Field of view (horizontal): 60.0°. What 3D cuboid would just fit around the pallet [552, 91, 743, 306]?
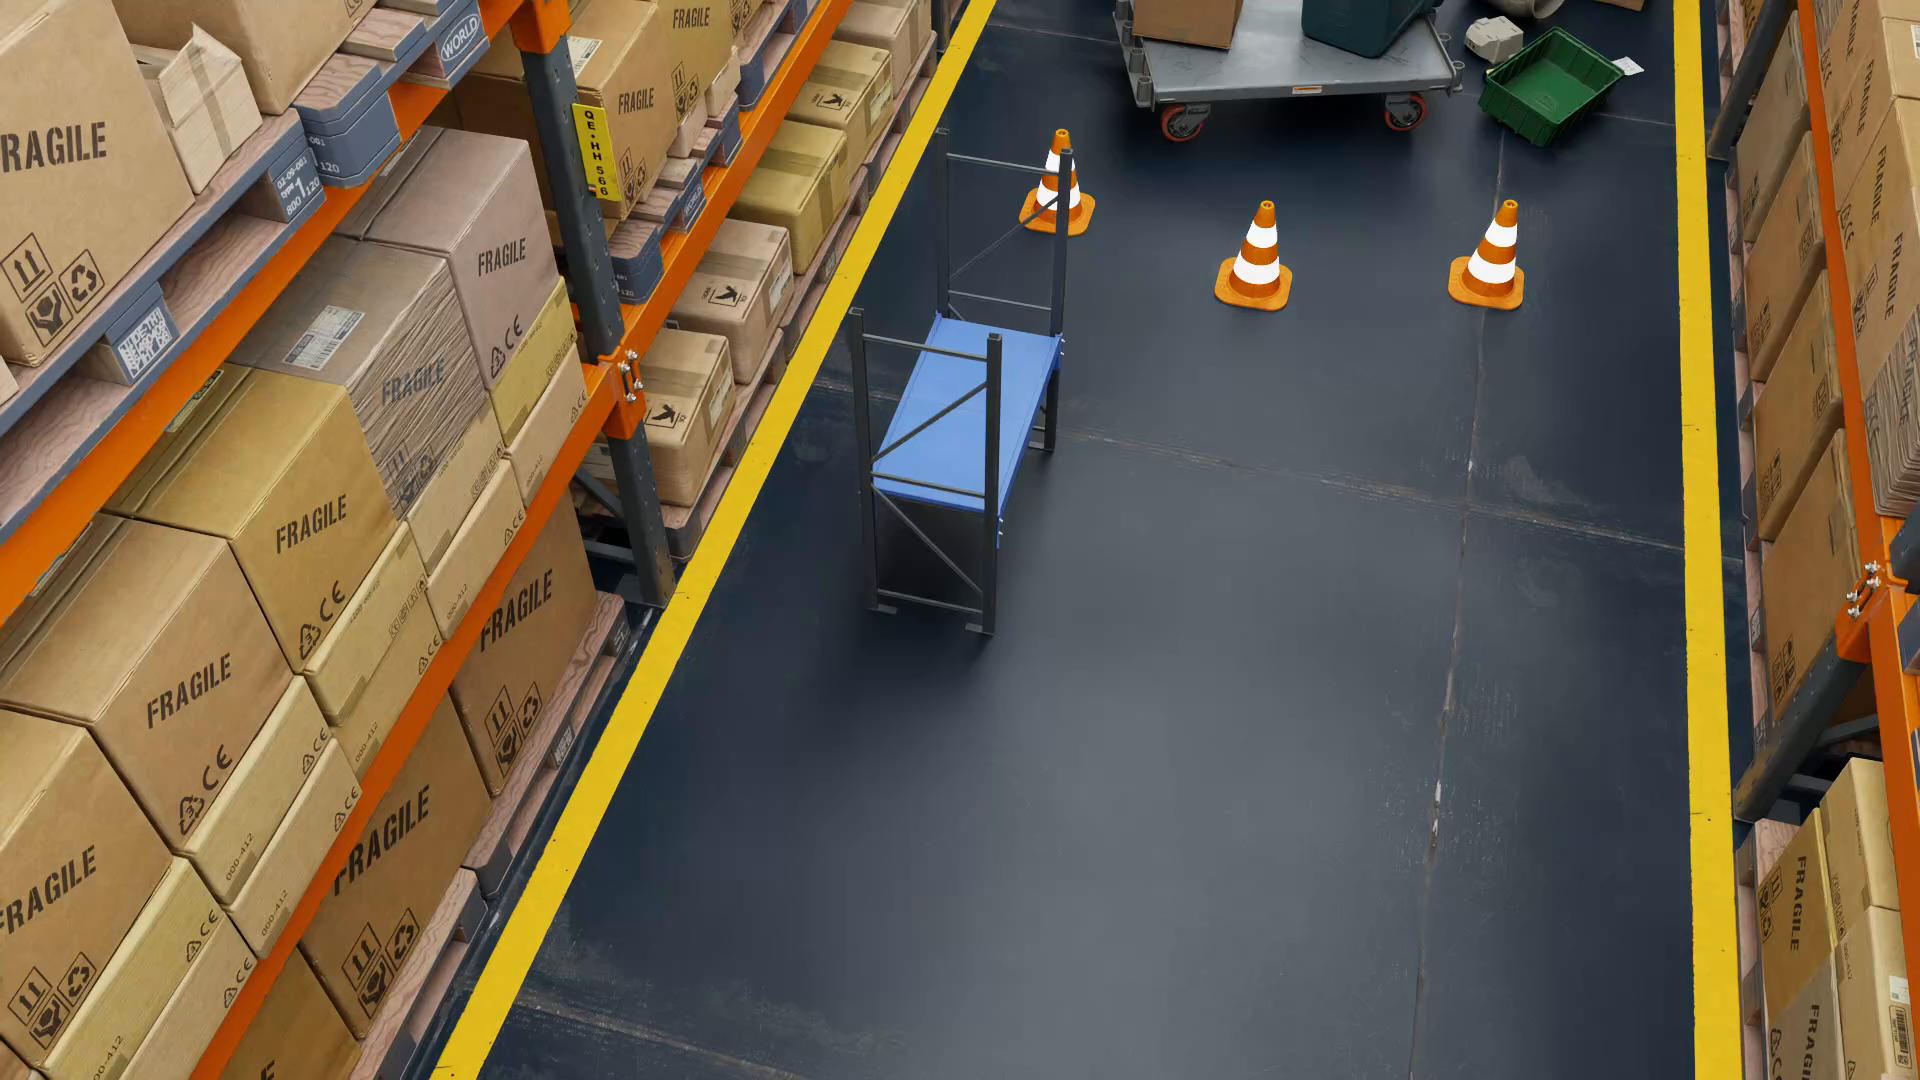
[{"bbox_3d":[-1.520,-1.335,5.975,1.213,0.211,1.003,12,50,10],"label":"pallet"}]

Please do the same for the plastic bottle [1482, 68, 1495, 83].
[{"bbox_3d":[2.866,-2.377,8.726,0.133,0.061,0.283,-11,50,-10],"label":"plastic bottle"}]

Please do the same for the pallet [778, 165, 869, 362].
[{"bbox_3d":[-1.075,-1.384,7.750,1.003,0.211,1.213,12,50,10],"label":"pallet"}]

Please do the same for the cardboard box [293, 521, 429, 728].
[{"bbox_3d":[-1.734,0.168,4.286,0.500,0.250,0.500,10,49,9],"label":"cardboard box"}]

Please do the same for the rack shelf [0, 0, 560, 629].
[{"bbox_3d":[-2.132,-0.170,3.297,1.077,0.370,4.000,12,50,10],"label":"rack shelf"}]

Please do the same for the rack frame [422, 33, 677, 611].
[{"bbox_3d":[-1.605,-0.862,5.429,1.000,3.000,0.127,12,50,10],"label":"rack frame"}]

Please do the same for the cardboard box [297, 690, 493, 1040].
[{"bbox_3d":[-2.106,0.829,5.073,0.875,0.875,0.875,12,50,10],"label":"cardboard box"}]

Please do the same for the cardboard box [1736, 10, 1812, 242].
[{"bbox_3d":[4.173,-1.780,7.459,1.050,0.750,0.750,11,50,10],"label":"cardboard box"}]

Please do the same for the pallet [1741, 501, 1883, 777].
[{"bbox_3d":[3.477,0.409,6.167,1.003,0.211,1.213,12,50,10],"label":"pallet"}]

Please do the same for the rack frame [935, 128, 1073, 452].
[{"bbox_3d":[0.156,-0.926,6.486,0.500,1.500,0.032,12,50,10],"label":"rack frame"}]

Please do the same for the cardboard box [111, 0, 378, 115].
[{"bbox_3d":[-1.683,-1.273,3.444,0.700,0.500,0.500,9,49,8],"label":"cardboard box"}]

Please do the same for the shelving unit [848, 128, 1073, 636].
[{"bbox_3d":[0.022,-0.558,6.161,0.538,1.500,1.048,12,50,10],"label":"shelving unit"}]

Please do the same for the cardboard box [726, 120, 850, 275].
[{"bbox_3d":[-1.055,-1.621,7.571,0.950,0.372,0.625,13,50,11],"label":"cardboard box"}]

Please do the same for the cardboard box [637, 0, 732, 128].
[{"bbox_3d":[-1.133,-1.791,5.704,0.500,0.500,0.500,14,50,12],"label":"cardboard box"}]

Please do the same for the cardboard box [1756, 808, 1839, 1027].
[{"bbox_3d":[2.765,1.191,5.004,0.500,0.500,0.500,10,49,8],"label":"cardboard box"}]

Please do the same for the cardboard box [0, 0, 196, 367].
[{"bbox_3d":[-1.789,-0.695,2.934,0.500,0.500,0.500,12,50,10],"label":"cardboard box"}]

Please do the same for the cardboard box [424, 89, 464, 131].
[{"bbox_3d":[-1.754,-1.516,5.461,0.500,0.500,0.500,10,49,9],"label":"cardboard box"}]

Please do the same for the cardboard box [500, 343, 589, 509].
[{"bbox_3d":[-1.488,-0.396,5.117,0.500,0.250,0.500,10,49,9],"label":"cardboard box"}]

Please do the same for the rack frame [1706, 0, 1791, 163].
[{"bbox_3d":[4.250,-2.852,7.185,1.000,3.000,0.127,12,50,10],"label":"rack frame"}]

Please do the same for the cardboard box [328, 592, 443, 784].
[{"bbox_3d":[-1.755,0.338,4.470,0.500,0.250,0.500,11,50,10],"label":"cardboard box"}]

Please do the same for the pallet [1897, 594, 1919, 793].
[{"bbox_3d":[3.112,0.642,4.230,1.213,0.211,1.003,12,50,10],"label":"pallet"}]

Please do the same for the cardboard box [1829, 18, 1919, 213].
[{"bbox_3d":[3.451,-1.464,5.894,0.500,0.500,0.500,12,50,11],"label":"cardboard box"}]

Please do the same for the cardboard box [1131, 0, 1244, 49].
[{"bbox_3d":[1.173,-2.849,8.345,0.500,0.500,0.500,12,50,10],"label":"cardboard box"}]

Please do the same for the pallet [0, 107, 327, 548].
[{"bbox_3d":[-2.015,-0.507,3.241,1.003,0.211,1.213,14,50,12],"label":"pallet"}]

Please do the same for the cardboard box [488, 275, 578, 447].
[{"bbox_3d":[-1.488,-0.577,4.944,0.500,0.250,0.500,11,50,10],"label":"cardboard box"}]

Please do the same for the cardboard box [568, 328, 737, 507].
[{"bbox_3d":[-1.447,-0.538,6.616,0.950,0.372,0.625,9,49,7],"label":"cardboard box"}]

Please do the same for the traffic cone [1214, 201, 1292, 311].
[{"bbox_3d":[1.360,-1.336,7.539,0.336,0.463,0.334,12,50,10],"label":"traffic cone"}]

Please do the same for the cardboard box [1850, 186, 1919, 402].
[{"bbox_3d":[3.189,-0.731,5.247,0.500,0.500,0.500,12,50,10],"label":"cardboard box"}]

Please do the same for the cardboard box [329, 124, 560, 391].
[{"bbox_3d":[-1.489,-0.801,4.641,0.500,0.500,0.500,10,49,9],"label":"cardboard box"}]

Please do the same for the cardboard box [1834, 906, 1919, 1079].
[{"bbox_3d":[2.648,1.299,4.408,0.500,0.250,0.500,11,49,10],"label":"cardboard box"}]

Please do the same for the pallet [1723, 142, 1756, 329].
[{"bbox_3d":[4.119,-1.356,7.725,1.003,0.211,1.213,12,50,10],"label":"pallet"}]

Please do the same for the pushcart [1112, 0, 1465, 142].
[{"bbox_3d":[1.660,-2.474,8.601,1.648,0.377,0.936,-4,49,-3],"label":"pushcart"}]

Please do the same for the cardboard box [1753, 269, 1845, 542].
[{"bbox_3d":[3.671,-0.409,6.249,1.050,0.750,0.750,12,50,11],"label":"cardboard box"}]

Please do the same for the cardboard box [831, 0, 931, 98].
[{"bbox_3d":[-0.688,-2.645,8.475,0.950,0.372,0.625,12,50,11],"label":"cardboard box"}]

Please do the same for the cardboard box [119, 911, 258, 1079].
[{"bbox_3d":[-2.003,1.072,3.822,0.500,0.250,0.500,11,50,10],"label":"cardboard box"}]

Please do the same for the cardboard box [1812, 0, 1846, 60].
[{"bbox_3d":[3.719,-2.192,6.536,0.500,0.500,0.500,12,50,10],"label":"cardboard box"}]

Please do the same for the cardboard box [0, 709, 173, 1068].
[{"bbox_3d":[-2.023,0.670,3.343,0.500,0.500,0.500,10,49,9],"label":"cardboard box"}]

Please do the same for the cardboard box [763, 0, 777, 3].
[{"bbox_3d":[-0.868,-2.276,6.564,0.380,0.149,0.250,13,50,11],"label":"cardboard box"}]

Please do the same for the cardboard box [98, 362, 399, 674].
[{"bbox_3d":[-1.753,-0.070,3.996,0.500,0.500,0.500,12,50,10],"label":"cardboard box"}]

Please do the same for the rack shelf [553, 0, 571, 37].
[{"bbox_3d":[-1.079,-3.063,5.851,1.077,0.370,4.000,12,50,10],"label":"rack shelf"}]

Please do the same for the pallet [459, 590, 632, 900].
[{"bbox_3d":[-1.885,0.616,5.984,1.003,0.211,1.213,12,50,10],"label":"pallet"}]

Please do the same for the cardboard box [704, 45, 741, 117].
[{"bbox_3d":[-1.025,-1.698,6.054,0.380,0.149,0.250,12,50,10],"label":"cardboard box"}]

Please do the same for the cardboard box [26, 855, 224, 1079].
[{"bbox_3d":[-2.002,0.910,3.631,0.500,0.250,0.500,12,50,11],"label":"cardboard box"}]

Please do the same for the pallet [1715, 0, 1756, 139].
[{"bbox_3d":[4.525,-2.464,8.702,1.003,0.211,1.213,12,50,10],"label":"pallet"}]

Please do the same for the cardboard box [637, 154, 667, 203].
[{"bbox_3d":[-1.234,-1.314,5.716,0.380,0.149,0.250,9,49,8],"label":"cardboard box"}]

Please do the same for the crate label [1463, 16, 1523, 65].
[{"bbox_3d":[2.880,-2.704,8.964,0.298,0.136,0.250,-19,51,-16],"label":"crate label"}]

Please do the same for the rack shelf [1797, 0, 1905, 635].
[{"bbox_3d":[3.723,-1.167,6.178,1.077,0.370,4.000,12,50,10],"label":"rack shelf"}]

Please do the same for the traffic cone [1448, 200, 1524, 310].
[{"bbox_3d":[2.440,-1.340,7.543,0.336,0.463,0.334,12,50,10],"label":"traffic cone"}]

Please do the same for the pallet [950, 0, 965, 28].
[{"bbox_3d":[-0.410,-3.325,9.463,1.003,0.211,1.213,12,50,10],"label":"pallet"}]

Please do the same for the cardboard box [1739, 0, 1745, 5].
[{"bbox_3d":[4.716,-3.381,8.790,0.875,0.875,0.875,12,50,10],"label":"cardboard box"}]
